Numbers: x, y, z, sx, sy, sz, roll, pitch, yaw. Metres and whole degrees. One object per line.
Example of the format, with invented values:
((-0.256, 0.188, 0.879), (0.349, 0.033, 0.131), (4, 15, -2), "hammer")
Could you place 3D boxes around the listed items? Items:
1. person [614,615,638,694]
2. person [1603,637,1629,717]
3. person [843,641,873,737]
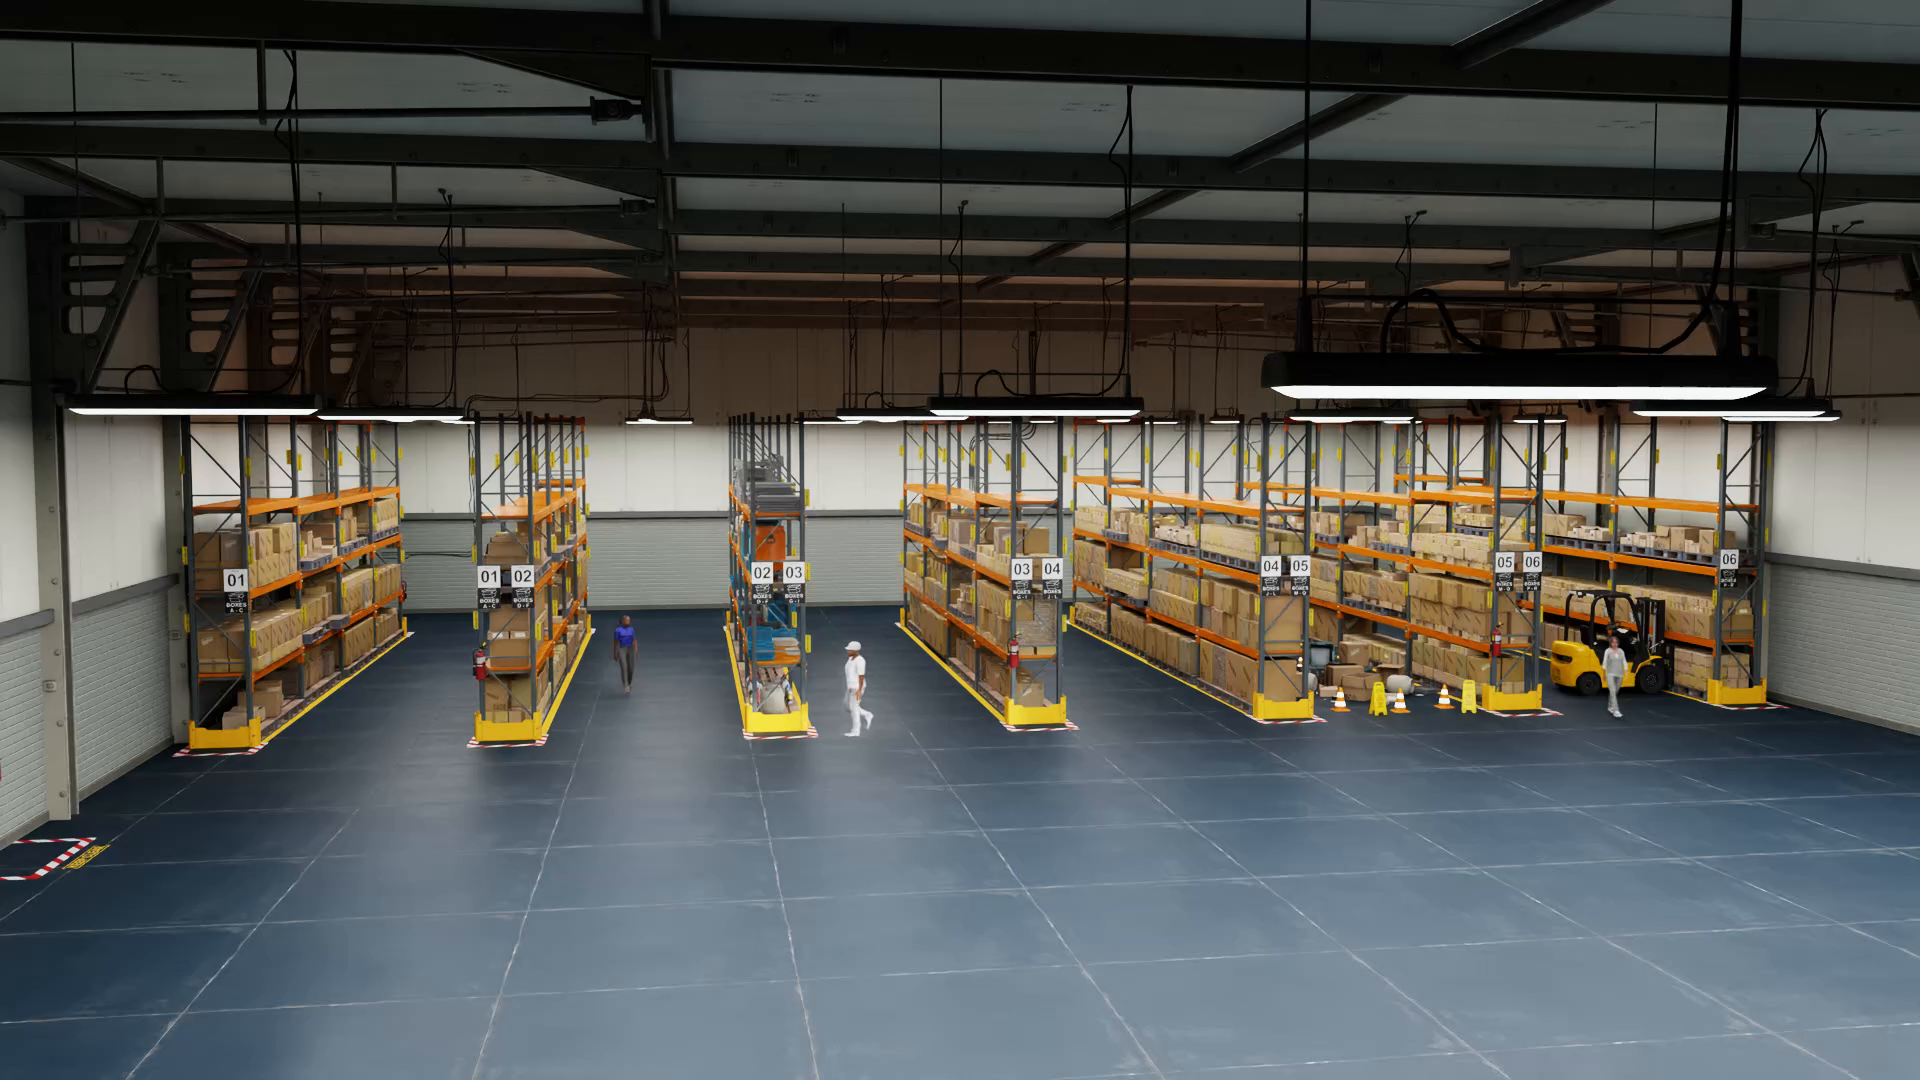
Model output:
((-7.196, 2.468, 36.082), (0.473, 1.648, 0.719), (-3, 5, -36), "person")
((12.975, 2.690, 32.866), (0.432, 1.552, 0.903), (0, 4, 2), "person")
((-1.906, 2.742, 30.792), (0.573, 1.758, 0.627), (-2, 4, -22), "person")
